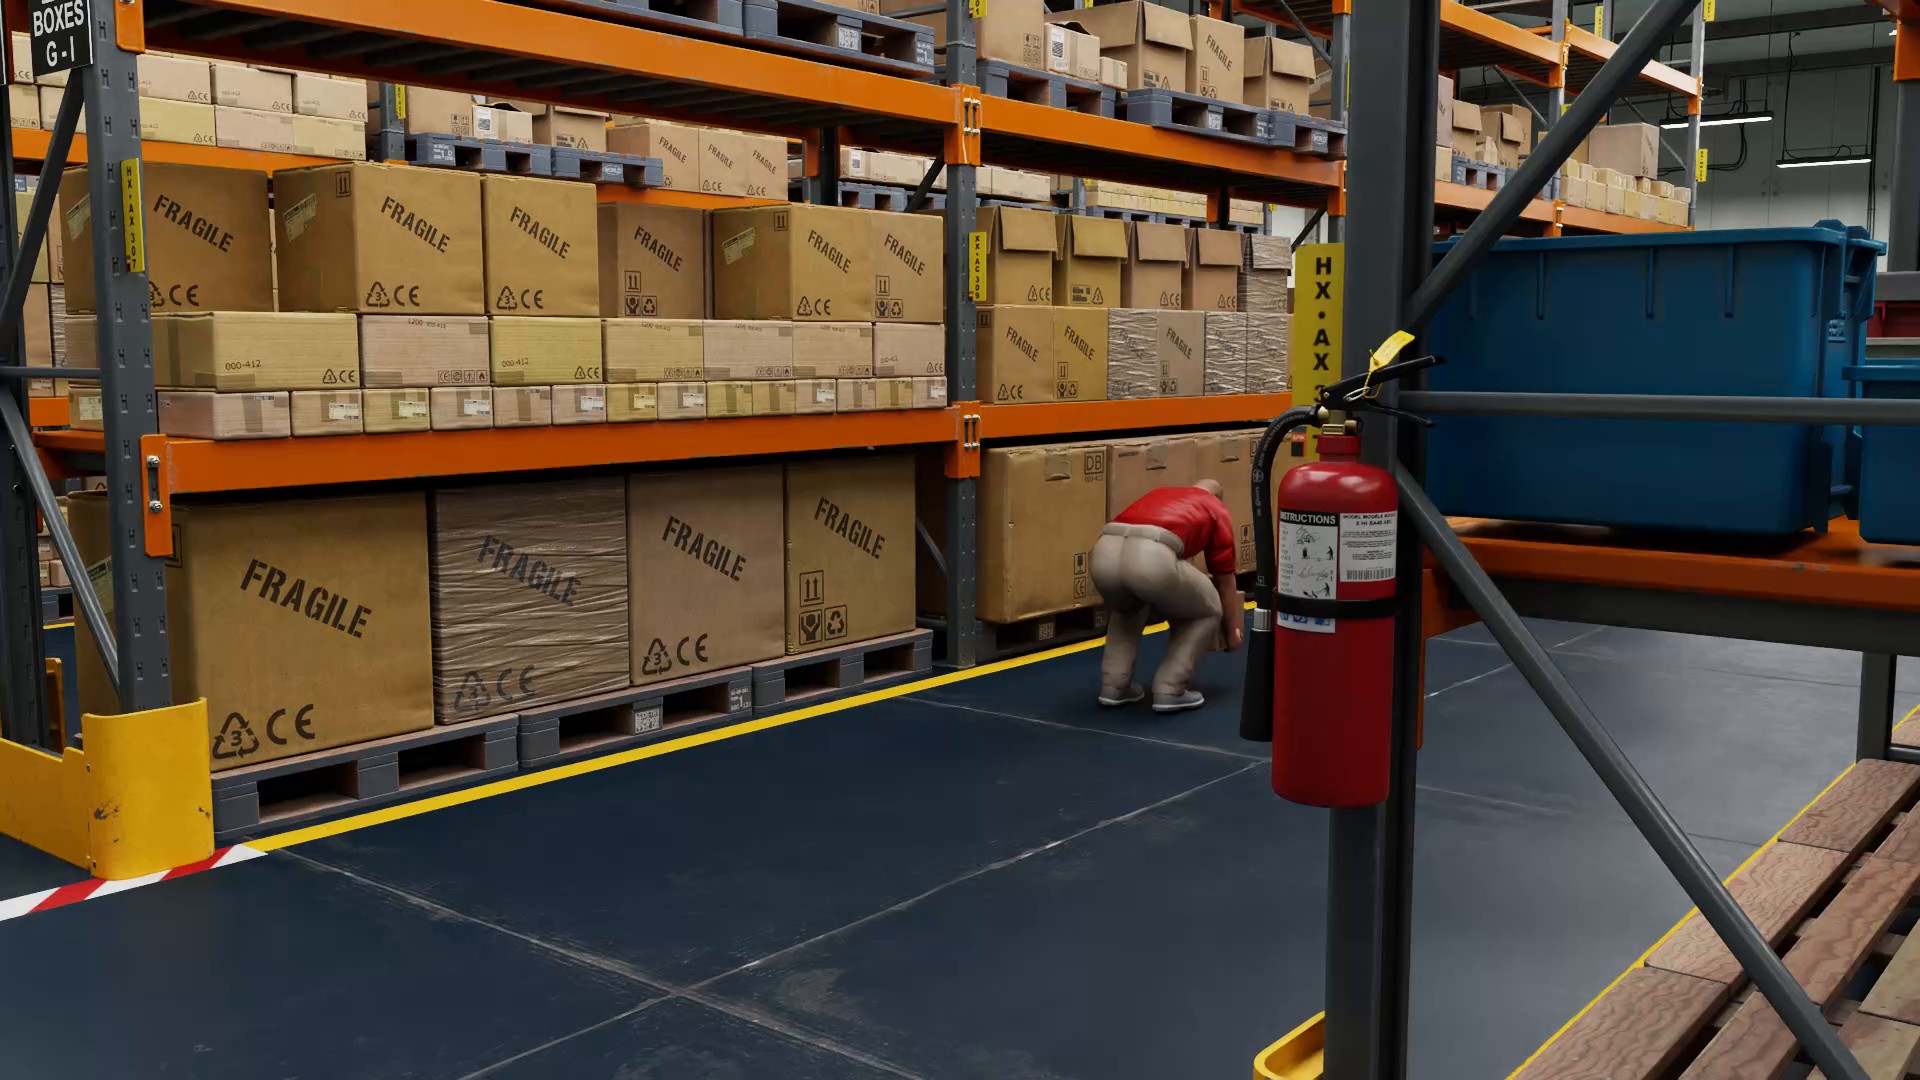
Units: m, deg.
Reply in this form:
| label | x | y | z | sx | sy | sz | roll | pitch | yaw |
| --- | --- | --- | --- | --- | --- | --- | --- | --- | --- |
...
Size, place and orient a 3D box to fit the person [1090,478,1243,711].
| label | x | y | z | sx | sy | sz | roll | pitch | yaw |
| --- | --- | --- | --- | --- | --- | --- | --- | --- | --- |
| person | 0.931 | 0.239 | 7.476 | 0.536 | 0.987 | 0.934 | 5 | 8 | 36 |
